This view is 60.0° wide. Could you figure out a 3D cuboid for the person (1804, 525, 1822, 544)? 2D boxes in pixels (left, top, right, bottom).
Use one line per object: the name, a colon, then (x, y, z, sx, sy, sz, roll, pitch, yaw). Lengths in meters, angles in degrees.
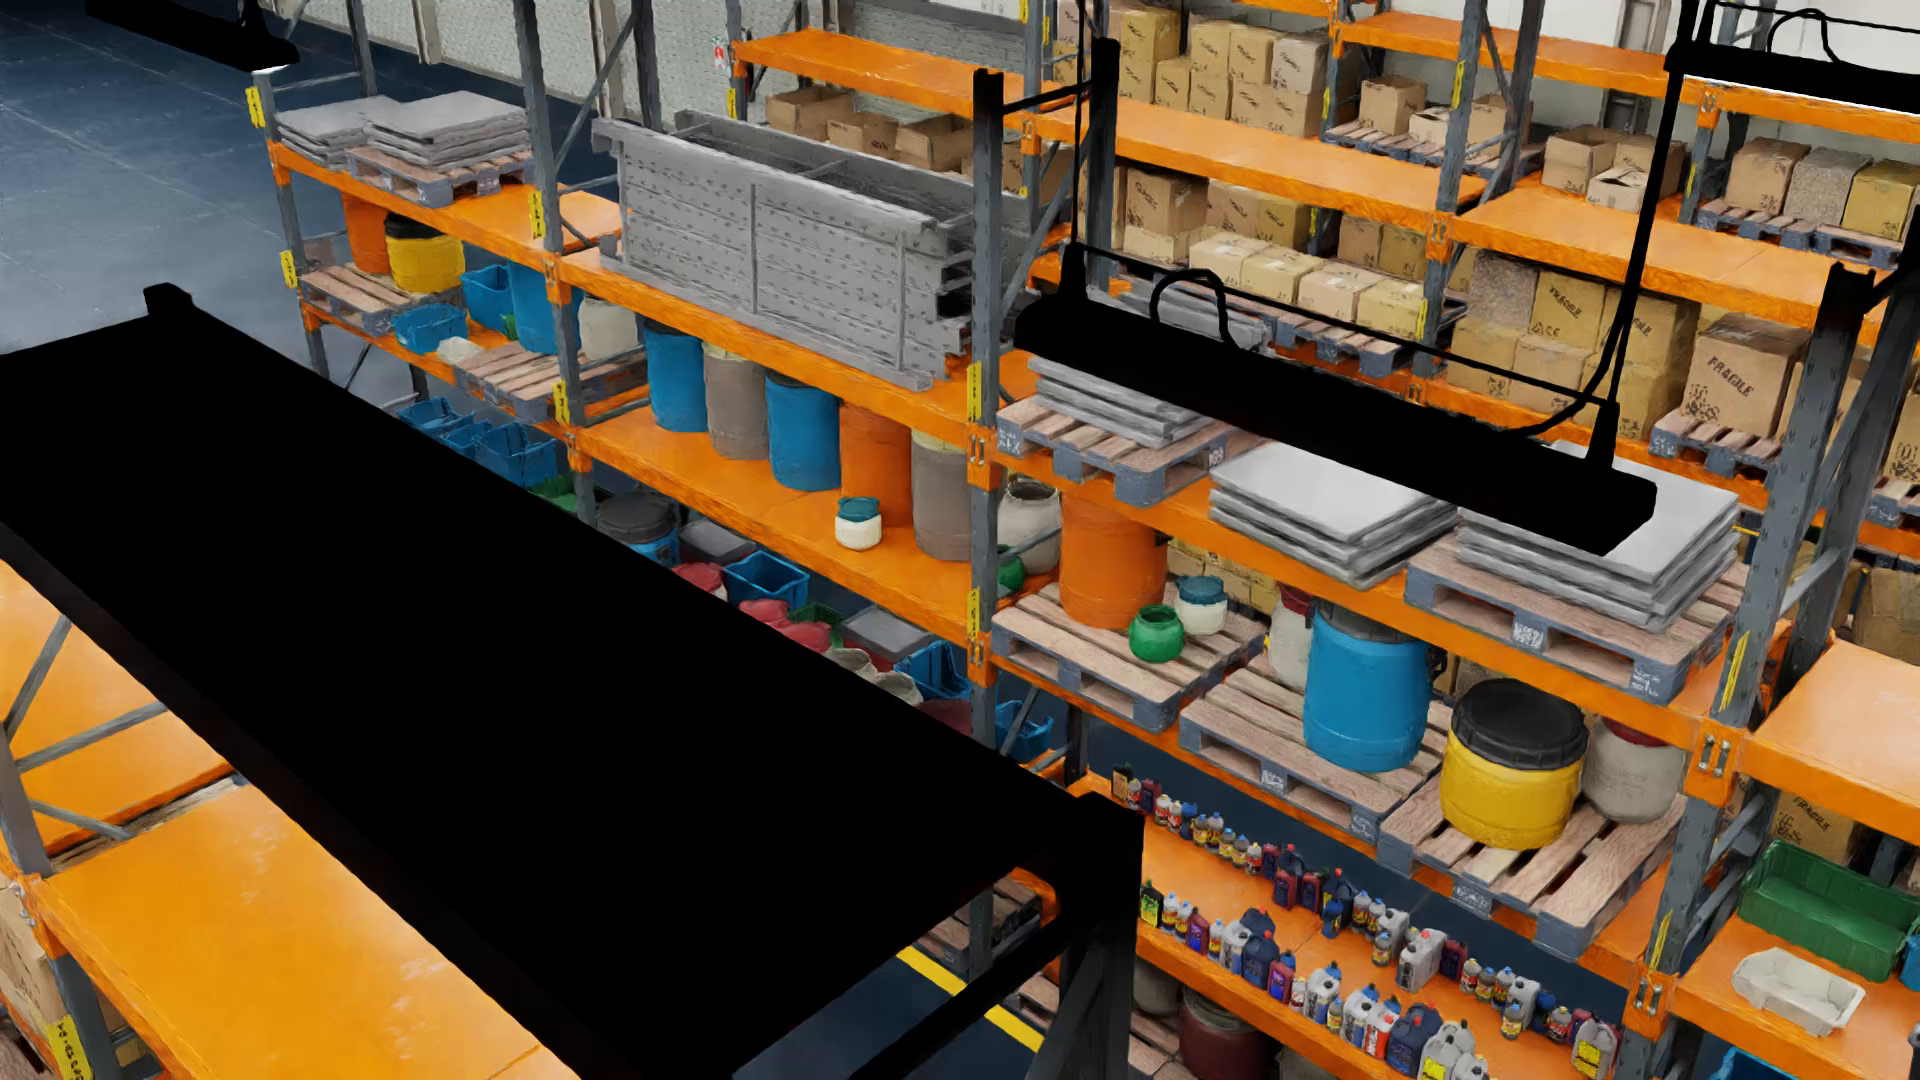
person: (7.770, -0.233, 14.793, 0.623, 1.782, 0.471, 12, 32, 21)
